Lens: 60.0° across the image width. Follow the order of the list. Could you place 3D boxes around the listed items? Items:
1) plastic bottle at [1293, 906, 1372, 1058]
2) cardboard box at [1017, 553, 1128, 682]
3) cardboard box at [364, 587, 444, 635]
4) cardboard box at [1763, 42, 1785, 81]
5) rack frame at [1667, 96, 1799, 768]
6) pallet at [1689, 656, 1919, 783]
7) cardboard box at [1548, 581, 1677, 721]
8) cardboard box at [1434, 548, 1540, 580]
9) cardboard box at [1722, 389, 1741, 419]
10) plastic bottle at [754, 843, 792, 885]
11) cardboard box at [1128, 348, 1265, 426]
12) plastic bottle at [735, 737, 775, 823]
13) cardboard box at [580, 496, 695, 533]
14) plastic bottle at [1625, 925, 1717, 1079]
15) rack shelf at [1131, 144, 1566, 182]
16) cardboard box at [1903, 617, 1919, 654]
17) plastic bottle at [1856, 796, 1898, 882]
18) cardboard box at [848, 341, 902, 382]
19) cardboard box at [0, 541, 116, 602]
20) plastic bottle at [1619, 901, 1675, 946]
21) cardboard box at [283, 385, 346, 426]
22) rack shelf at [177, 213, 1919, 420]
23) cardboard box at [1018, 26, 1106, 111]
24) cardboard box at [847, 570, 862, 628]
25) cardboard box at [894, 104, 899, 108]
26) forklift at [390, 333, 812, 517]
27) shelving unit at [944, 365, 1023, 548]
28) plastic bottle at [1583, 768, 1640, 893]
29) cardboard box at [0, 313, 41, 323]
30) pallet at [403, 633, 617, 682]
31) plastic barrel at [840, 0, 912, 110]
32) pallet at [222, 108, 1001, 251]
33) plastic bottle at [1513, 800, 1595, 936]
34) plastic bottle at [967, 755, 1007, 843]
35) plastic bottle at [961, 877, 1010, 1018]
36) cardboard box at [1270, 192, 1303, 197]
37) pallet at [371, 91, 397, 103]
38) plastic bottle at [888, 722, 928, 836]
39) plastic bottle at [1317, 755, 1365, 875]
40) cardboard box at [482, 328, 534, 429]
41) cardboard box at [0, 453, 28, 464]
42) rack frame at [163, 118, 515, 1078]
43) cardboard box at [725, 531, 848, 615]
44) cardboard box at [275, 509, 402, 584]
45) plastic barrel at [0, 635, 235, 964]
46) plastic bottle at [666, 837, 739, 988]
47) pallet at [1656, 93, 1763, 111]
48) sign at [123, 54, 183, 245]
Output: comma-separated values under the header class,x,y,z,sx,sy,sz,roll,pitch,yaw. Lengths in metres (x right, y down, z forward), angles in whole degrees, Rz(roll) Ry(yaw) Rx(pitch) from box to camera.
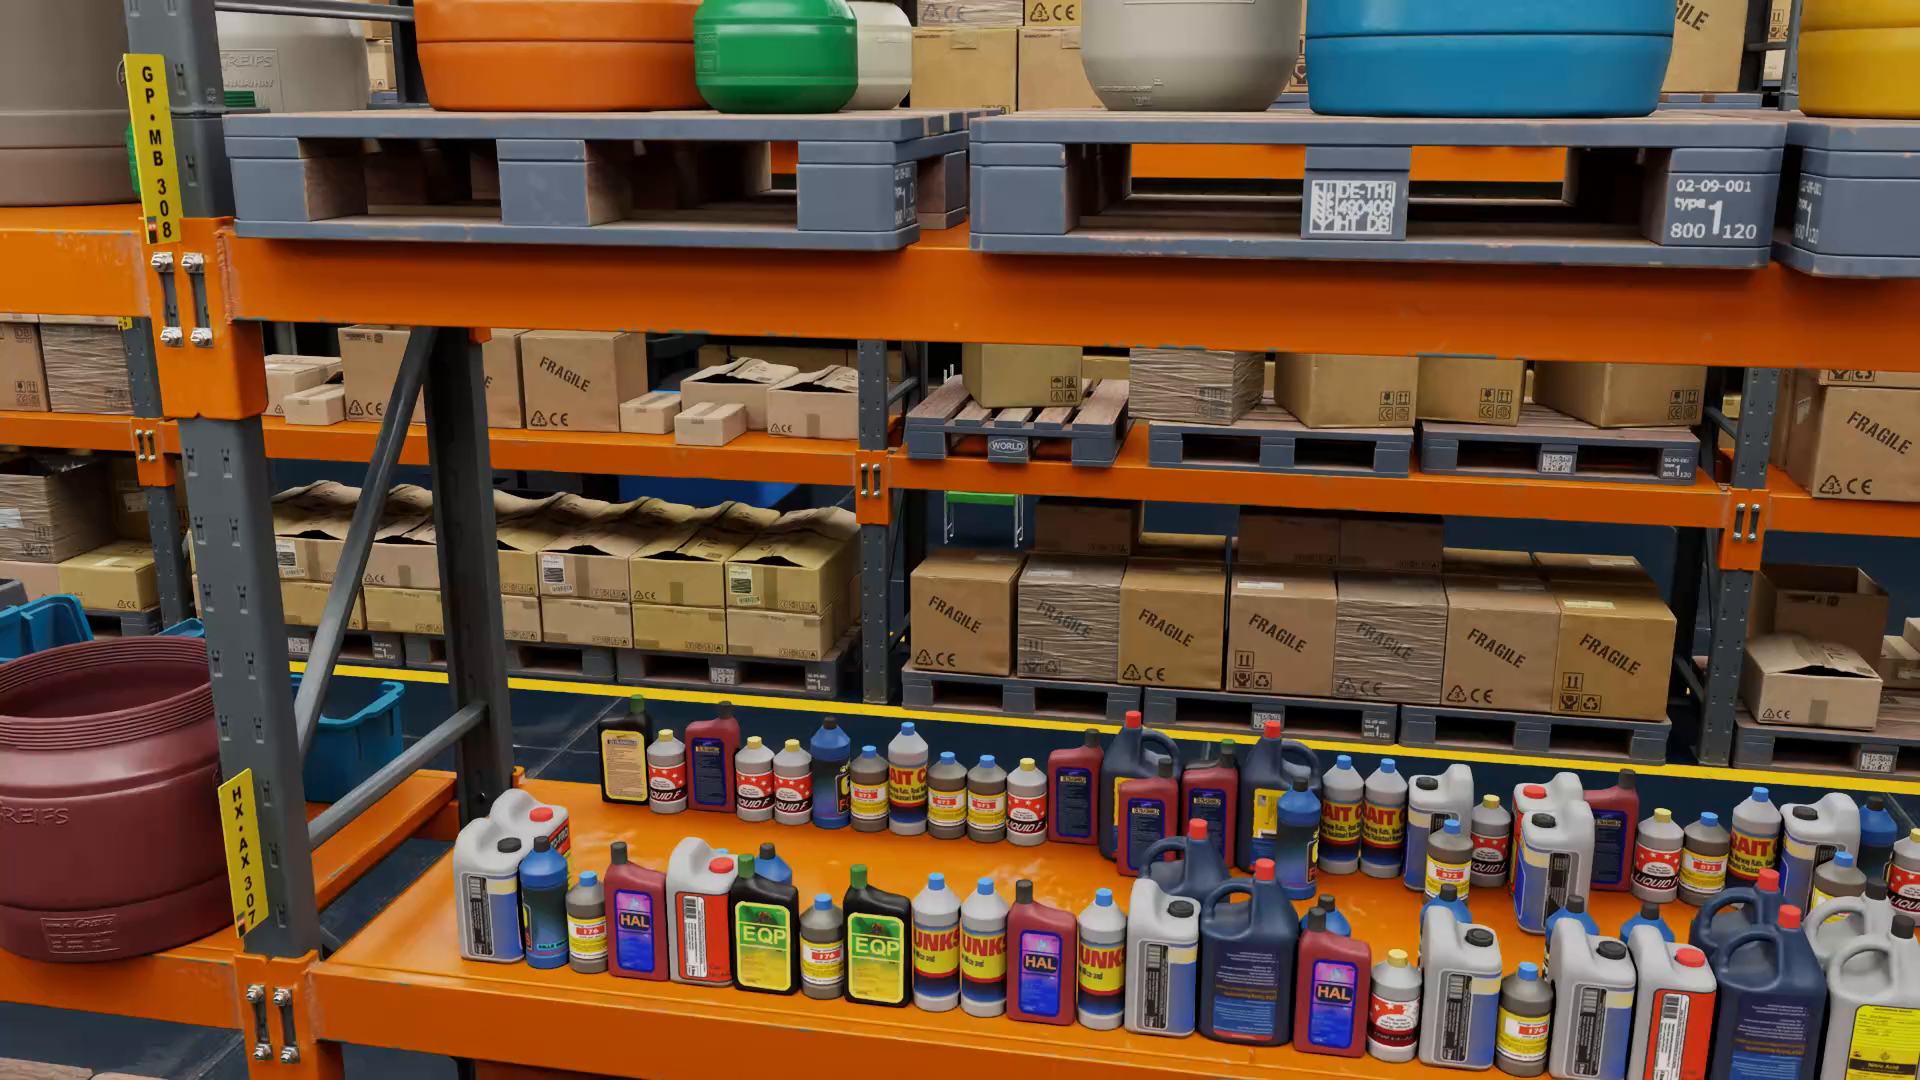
class,x,y,z,sx,sy,sz,roll,pitch,yaw
plastic bottle,0.698,0.825,3.112,0.133,0.283,0.061,3,16,11
cardboard box,0.570,0.381,8.355,0.500,0.500,0.500,3,16,9
cardboard box,-2.898,0.314,9.104,0.500,0.250,0.500,3,16,9
cardboard box,5.691,-3.307,11.501,0.500,0.250,0.500,3,16,10
rack frame,3.587,-0.524,7.765,0.127,3.000,1.000,3,16,11
pallet,4.259,0.857,8.004,1.213,0.211,1.003,3,16,11
cardboard box,3.046,0.517,7.864,0.500,0.500,0.500,3,16,11
cardboard box,2.636,0.354,8.455,0.500,0.500,0.500,3,16,12
cardboard box,5.582,-0.998,12.156,0.250,0.149,0.380,4,16,13
plastic bottle,-0.391,0.750,3.405,0.097,0.271,0.097,0,15,0
cardboard box,1.165,-0.885,8.093,0.500,0.500,0.700,6,17,22
plastic bottle,-0.507,0.588,4.124,0.097,0.201,0.097,0,15,0
cardboard box,-1.804,-0.042,9.340,0.500,0.311,0.500,3,16,10
plastic bottle,1.293,0.849,3.041,0.135,0.276,0.152,3,16,11
rack shelf,1.627,-1.729,7.844,4.000,0.370,1.077,3,16,11
cardboard box,4.936,0.556,8.079,0.500,0.311,0.500,3,16,11
plastic bottle,1.979,0.689,3.627,0.097,0.271,0.097,0,15,0
cardboard box,-0.612,-1.473,13.644,0.500,0.250,0.500,3,16,12
cardboard box,-5.239,0.176,9.600,0.500,0.250,0.500,3,16,11
plastic bottle,1.300,0.817,3.163,0.097,0.271,0.097,0,15,0
cardboard box,-3.425,-0.728,8.971,0.250,0.149,0.380,3,16,11
rack shelf,0.636,-0.434,3.167,4.000,0.370,1.077,3,16,11
cardboard box,0.601,-2.189,7.969,0.500,0.500,0.910,3,16,11
cardboard box,-0.788,0.281,9.222,0.500,0.250,0.500,3,16,11
cardboard box,-0.602,-3.631,13.131,0.637,0.503,0.797,5,16,19
forklift,-2.640,-1.537,11.550,3.031,2.935,1.130,3,16,12
shelving unit,0.162,-0.569,11.300,0.503,1.200,0.258,3,16,11
plastic bottle,1.451,0.649,3.747,0.133,0.283,0.061,3,16,11
cardboard box,-5.061,-1.296,9.148,0.250,0.149,0.380,3,16,9
pallet,-2.324,0.488,9.336,1.213,0.211,1.003,3,16,11
plastic barrel,-0.244,-1.004,3.350,0.301,0.262,0.301,0,15,0
pallet,-0.594,-0.729,3.241,1.213,0.211,1.003,3,16,11
plastic bottle,1.280,0.698,3.587,0.135,0.276,0.152,3,16,11
plastic bottle,0.065,0.619,4.011,0.097,0.201,0.097,0,15,0
plastic bottle,0.049,0.791,3.259,0.097,0.271,0.097,0,15,0
cardboard box,2.654,-2.556,12.912,0.500,0.250,0.500,3,16,10
pallet,-3.386,-2.259,8.769,1.217,0.209,0.805,2,16,9
plastic bottle,-0.125,0.575,4.040,0.097,0.271,0.097,0,15,0
plastic bottle,0.880,0.629,3.843,0.097,0.271,0.097,0,15,0
cardboard box,-2.497,-0.898,8.927,0.500,0.500,0.500,3,16,11
cardboard box,-5.729,-0.211,9.594,0.500,0.500,0.500,3,16,11
rack frame,-1.324,0.559,3.856,0.127,3.000,1.000,3,16,11
cardboard box,-0.896,0.152,8.637,0.500,0.311,0.500,4,16,13
cardboard box,-3.408,0.018,9.121,0.500,0.311,0.500,3,16,10
plastic barrel,-1.839,0.548,3.641,0.708,0.536,0.600,3,16,11
plastic bottle,-0.511,0.751,3.395,0.135,0.276,0.152,3,16,11
pallet,2.961,-1.932,7.581,1.003,0.211,1.213,3,16,11
sign,-1.427,-0.692,2.948,0.005,0.325,0.100,3,16,11
